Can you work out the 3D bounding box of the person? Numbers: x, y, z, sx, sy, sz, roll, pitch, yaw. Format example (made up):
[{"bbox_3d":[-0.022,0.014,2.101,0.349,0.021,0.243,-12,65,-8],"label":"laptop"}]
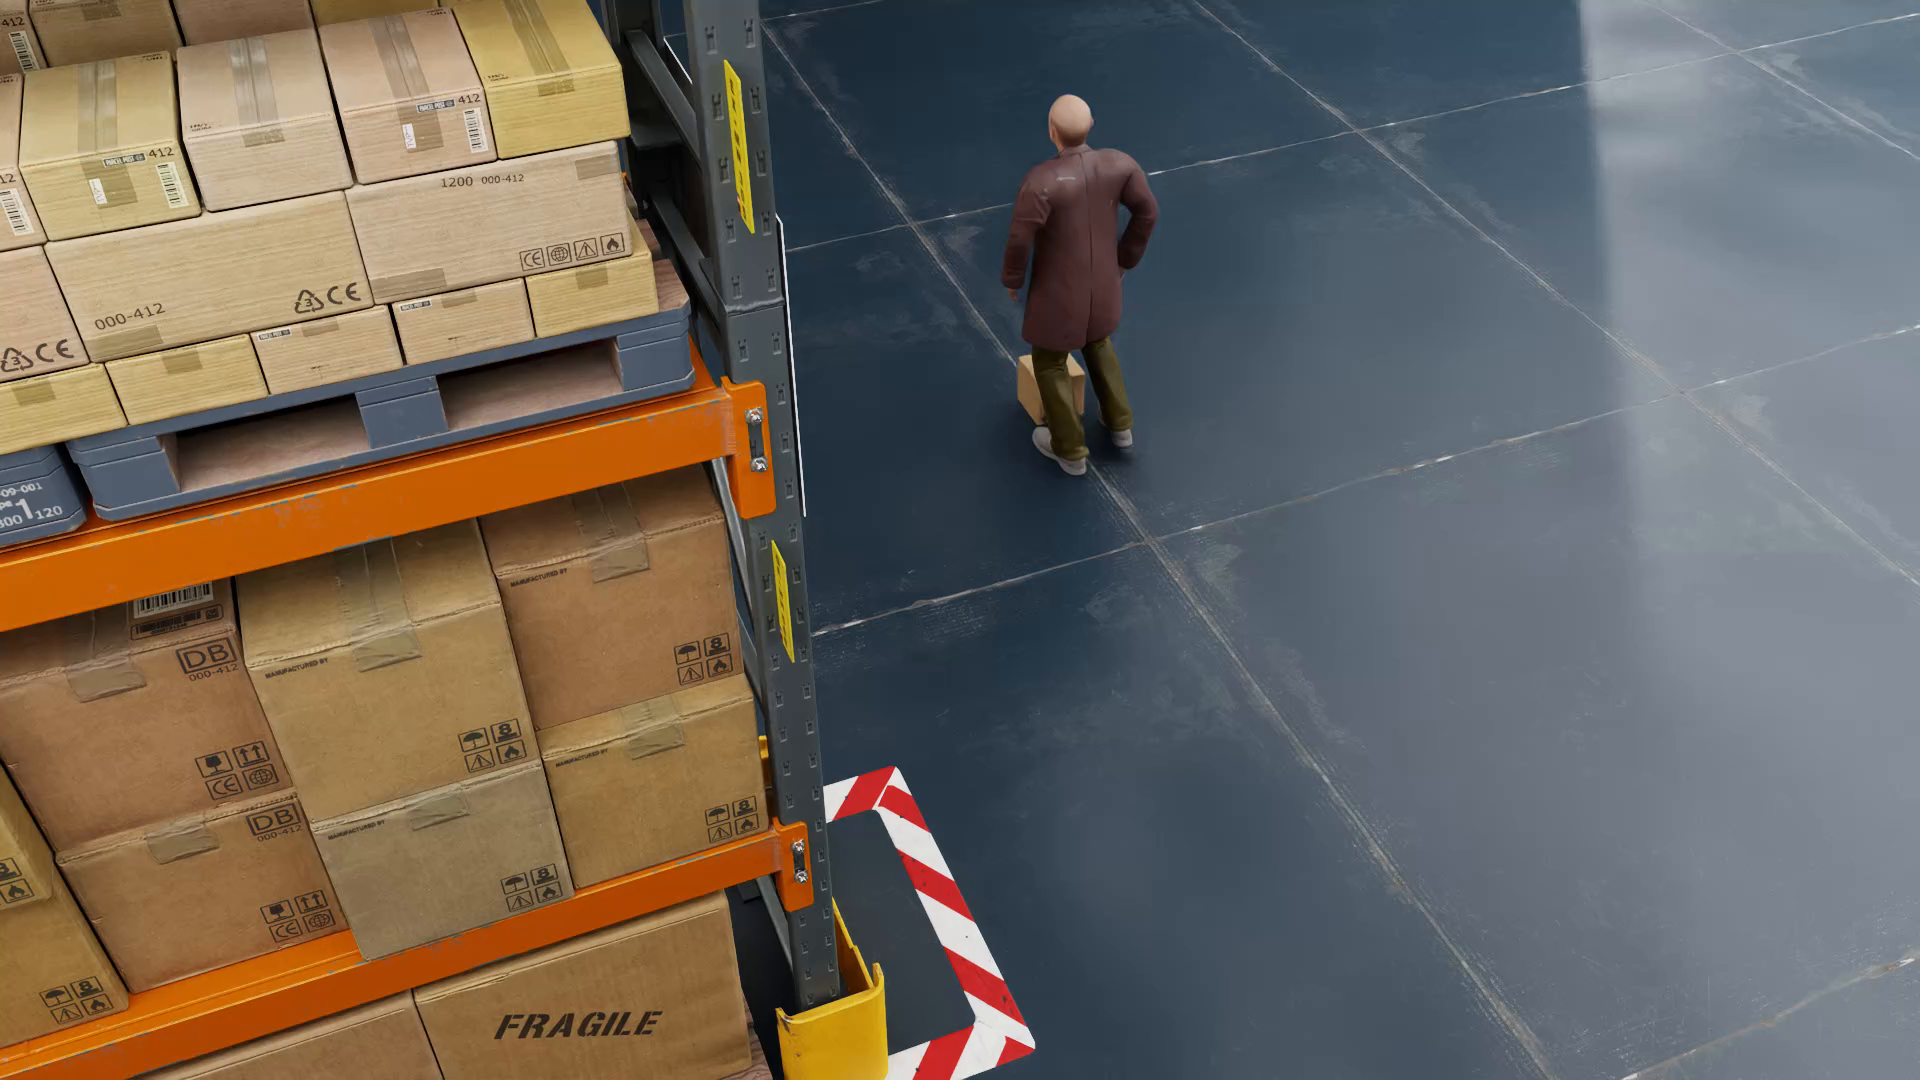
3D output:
[{"bbox_3d":[0.548,-1.061,7.556,0.729,1.538,0.527,-18,44,-19],"label":"person"}]
